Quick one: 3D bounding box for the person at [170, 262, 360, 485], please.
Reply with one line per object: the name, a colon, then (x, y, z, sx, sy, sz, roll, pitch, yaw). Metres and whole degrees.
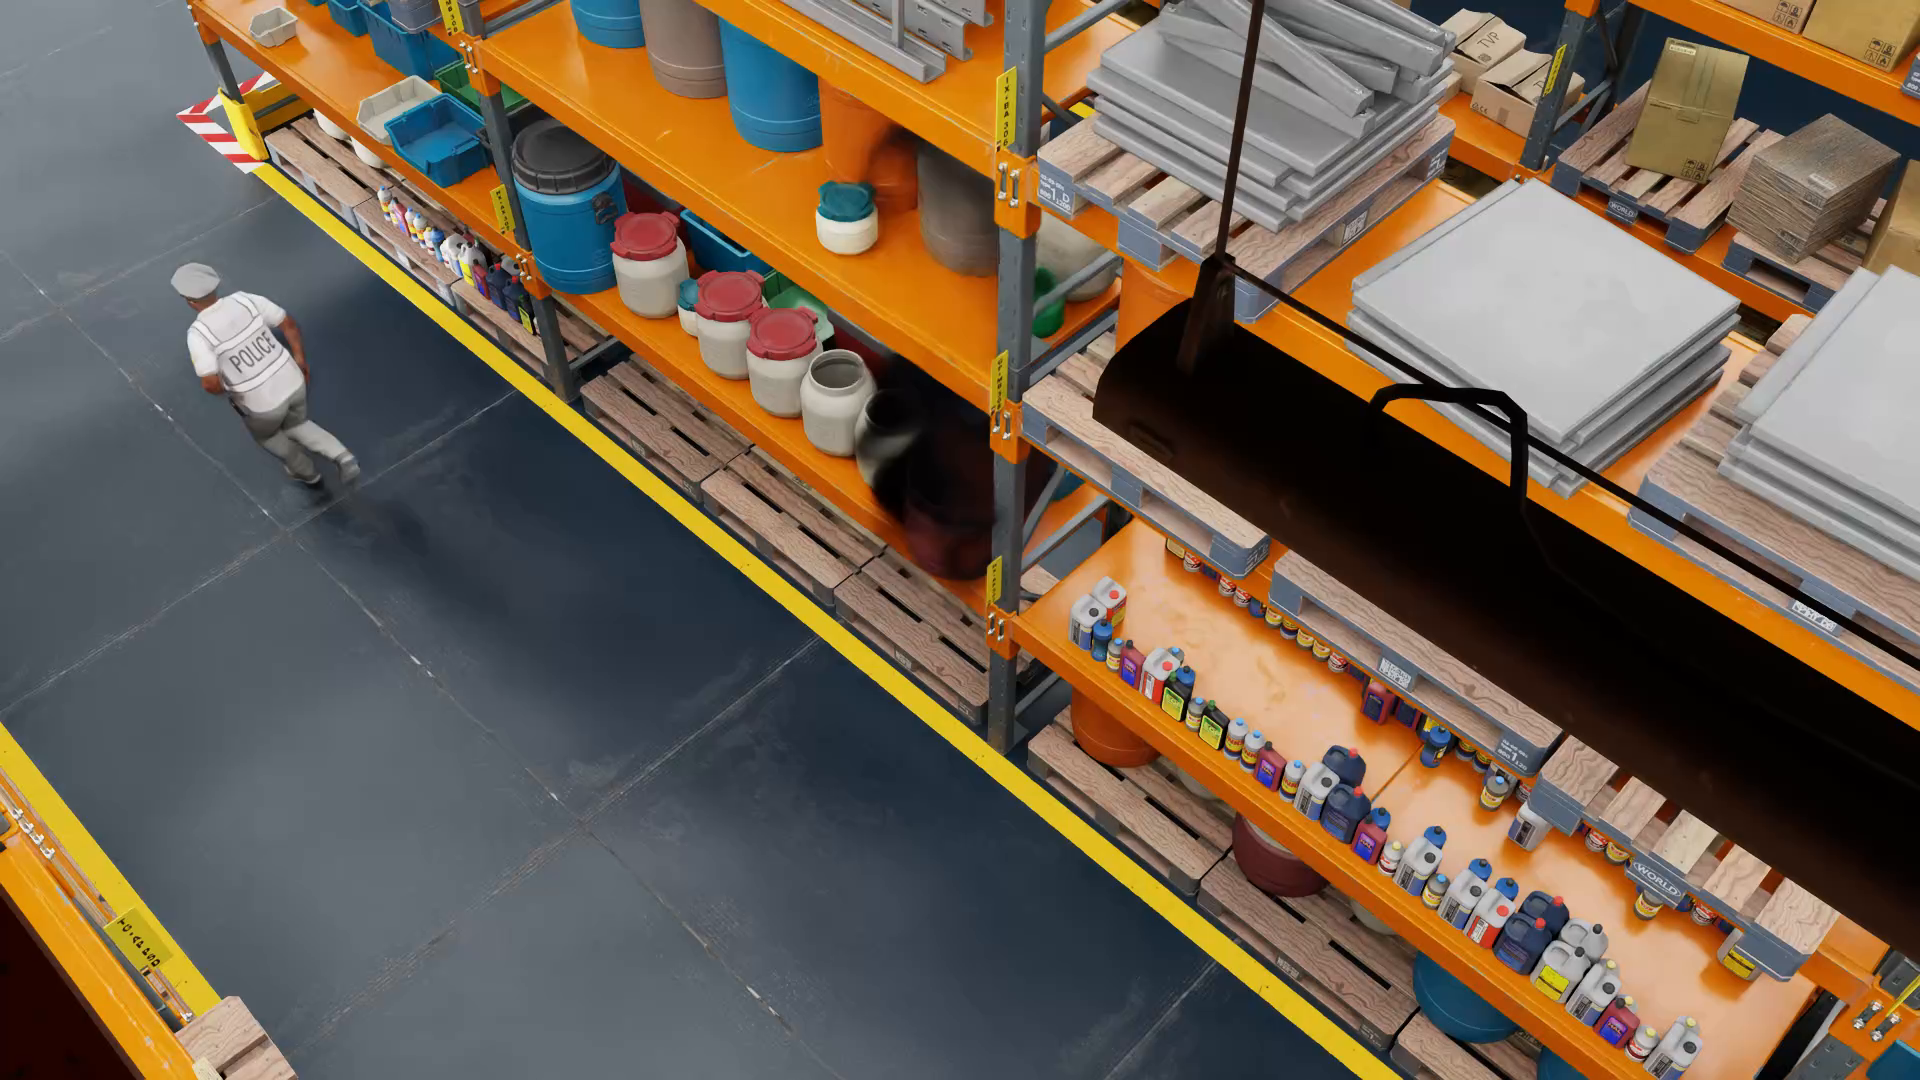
person: (-4.137, -0.865, 10.047, 0.843, 1.714, 0.662, 21, 53, 16)
